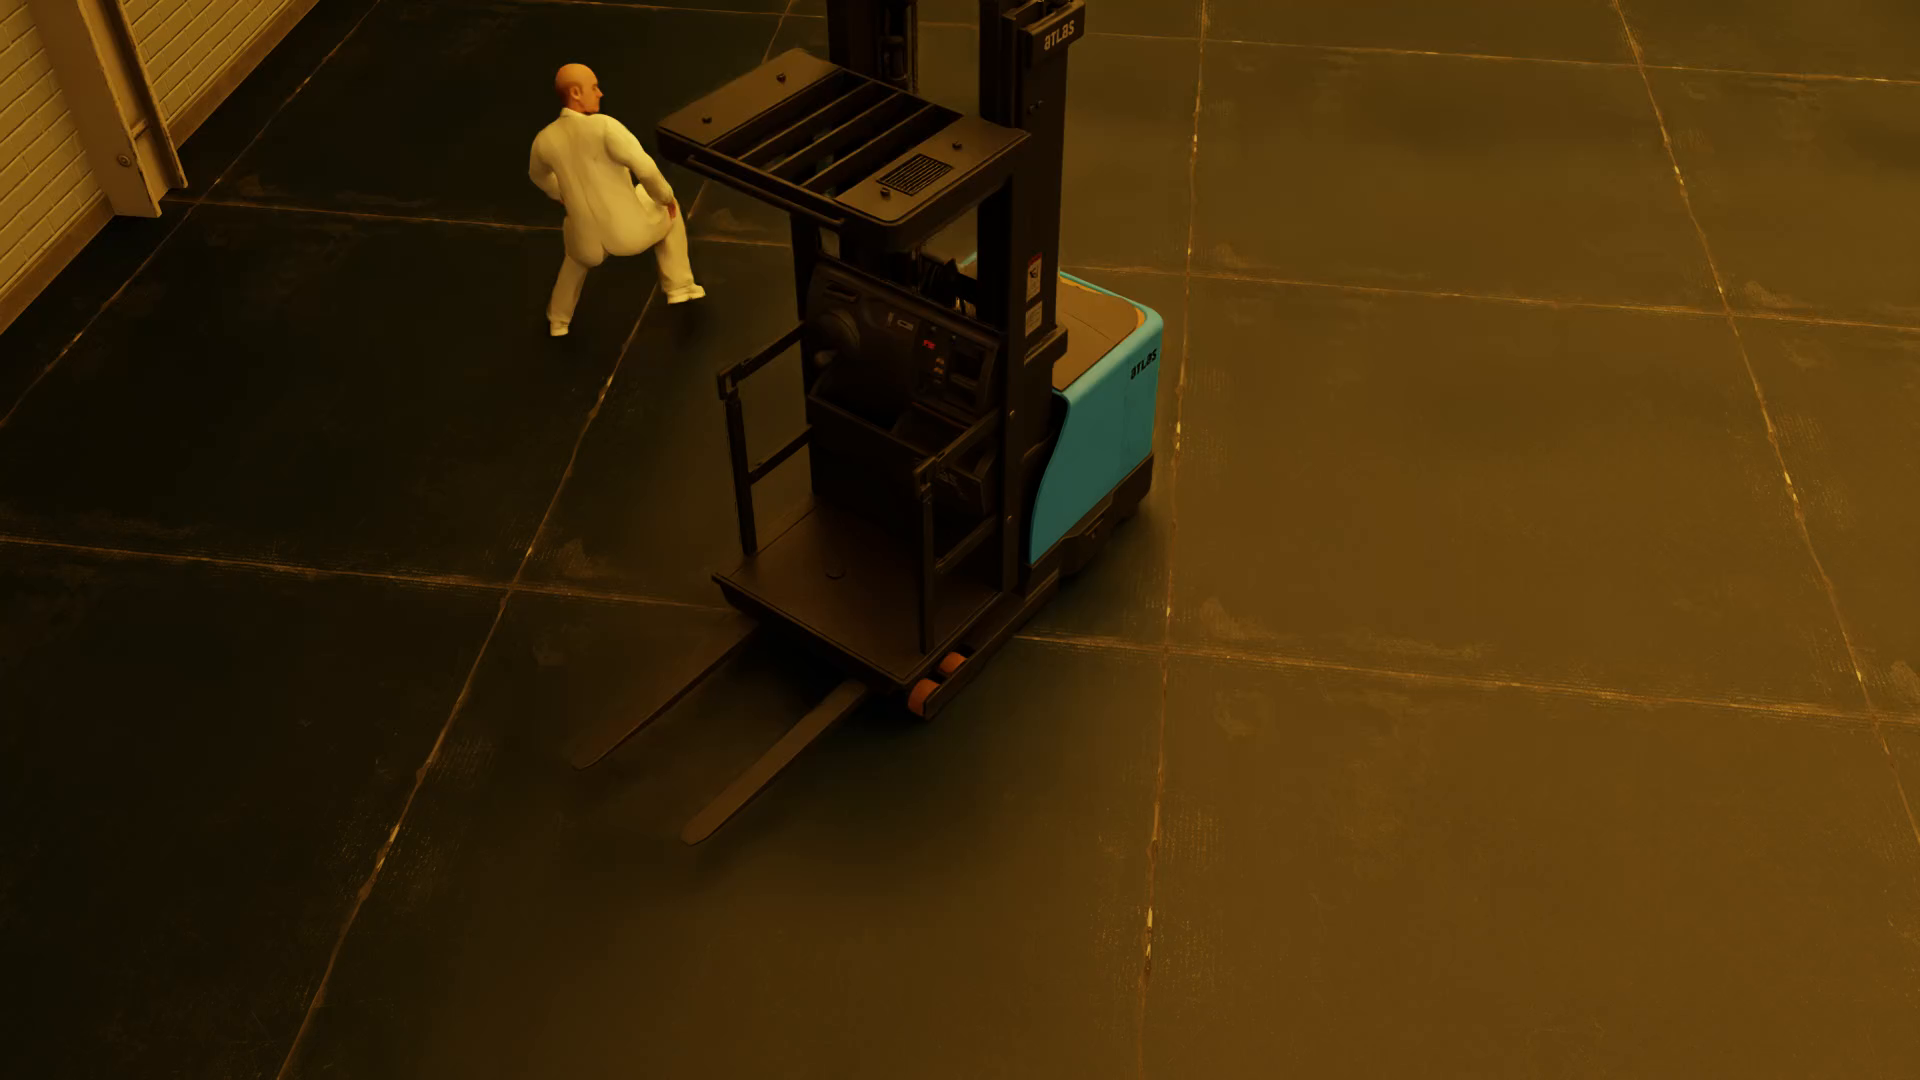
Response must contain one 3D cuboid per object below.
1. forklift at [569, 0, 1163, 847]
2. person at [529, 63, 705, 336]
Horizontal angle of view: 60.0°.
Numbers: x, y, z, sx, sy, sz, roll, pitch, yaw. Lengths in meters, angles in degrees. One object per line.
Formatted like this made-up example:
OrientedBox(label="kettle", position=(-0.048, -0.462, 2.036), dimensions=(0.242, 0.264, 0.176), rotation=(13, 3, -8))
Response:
OrientedBox(label="forklift", position=(-0.369, -0.706, 6.492), dimensions=(1.130, 2.935, 3.031), rotation=(27, 49, 27))
OrientedBox(label="person", position=(-1.855, -1.752, 8.724), dimensions=(0.846, 1.553, 0.675), rotation=(6, 43, 7))
